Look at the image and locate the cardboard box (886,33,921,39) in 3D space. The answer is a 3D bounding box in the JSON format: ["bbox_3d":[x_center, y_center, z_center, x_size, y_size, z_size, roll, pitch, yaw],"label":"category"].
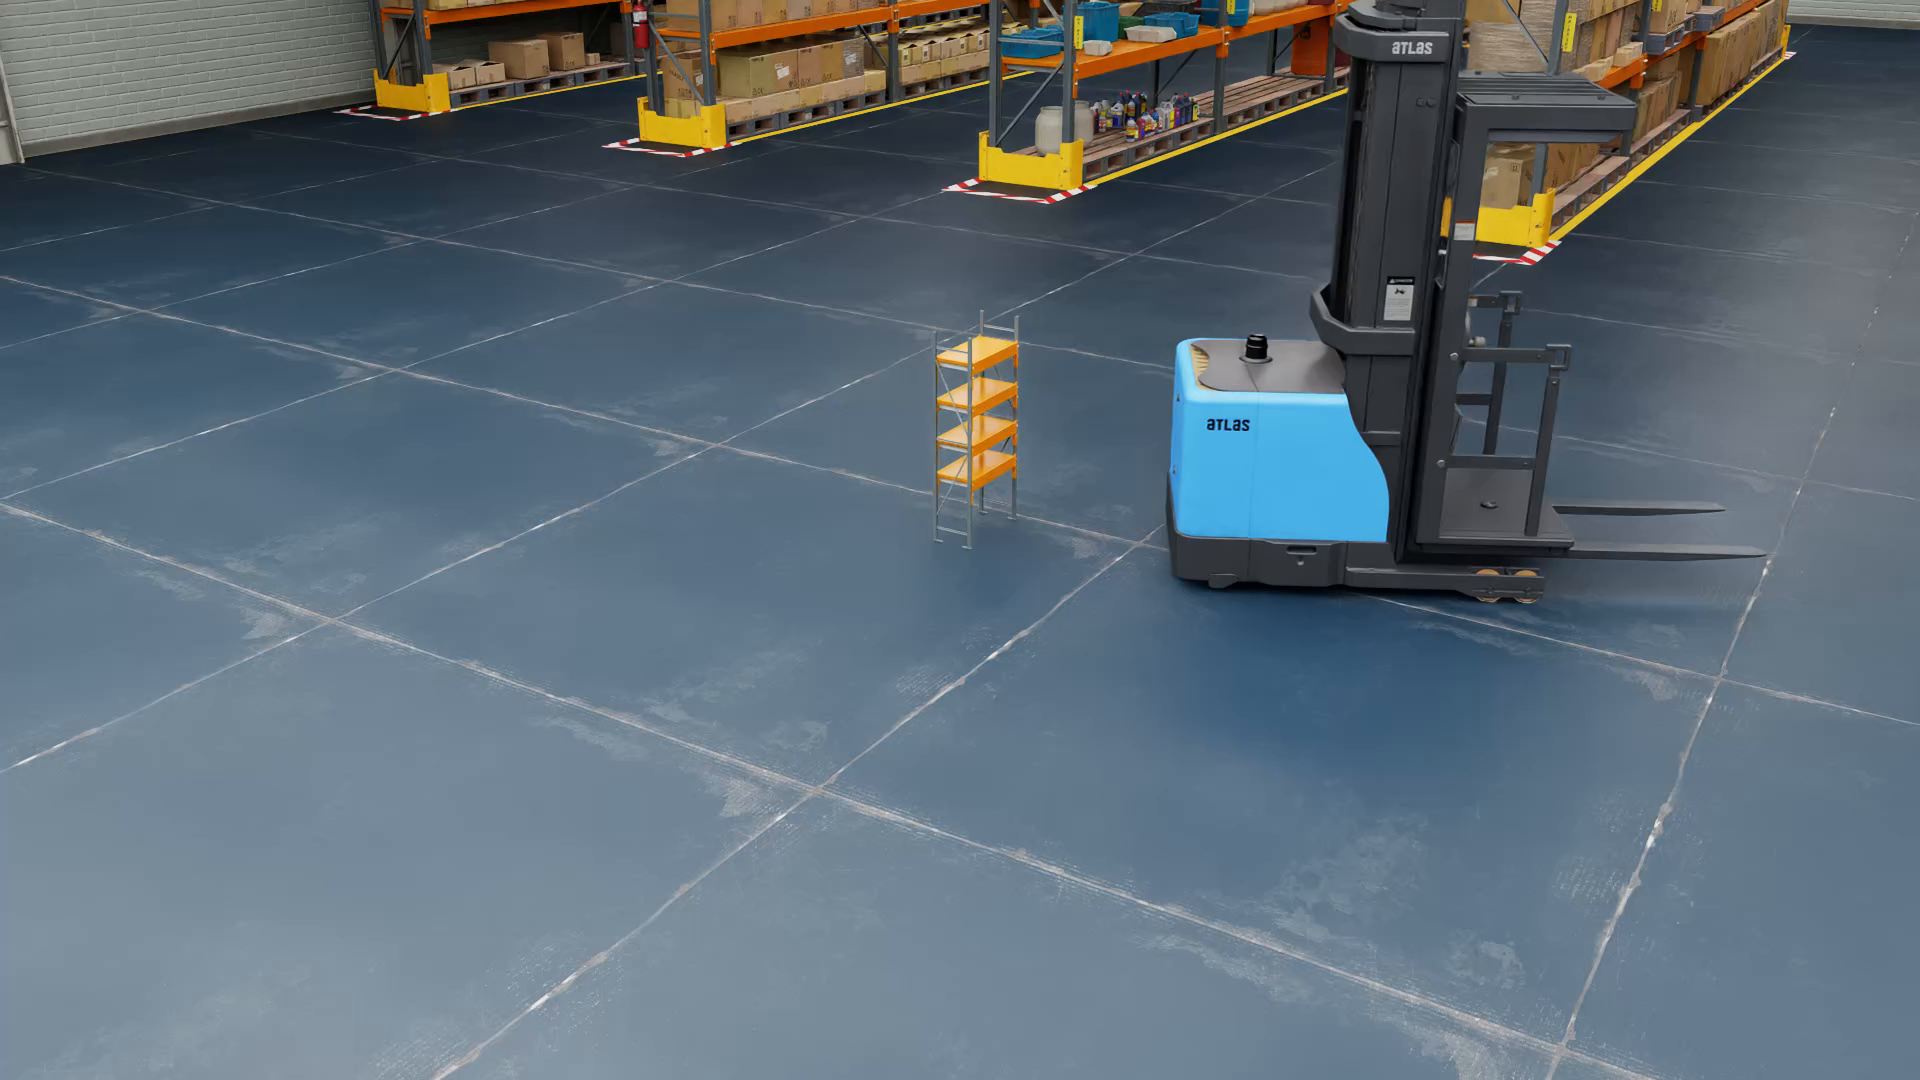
[{"bbox_3d":[-0.818,-7.415,24.829,0.500,0.311,0.500,14,27,29],"label":"cardboard box"}]

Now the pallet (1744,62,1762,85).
[{"bbox_3d":[11.779,-7.268,25.774,1.003,0.211,1.213,14,27,29],"label":"pallet"}]

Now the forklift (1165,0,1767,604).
[{"bbox_3d":[2.651,-1.240,8.425,3.031,2.935,1.130,2,23,4],"label":"forklift"}]

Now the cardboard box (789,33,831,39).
[{"bbox_3d":[-2.091,-6.699,22.937,0.500,0.500,0.500,14,27,29],"label":"cardboard box"}]

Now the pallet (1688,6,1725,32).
[{"bbox_3d":[8.916,-6.607,20.978,1.213,0.211,1.003,14,27,29],"label":"pallet"}]

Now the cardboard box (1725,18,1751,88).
[{"bbox_3d":[10.520,-7.004,23.798,1.225,0.875,0.875,13,27,27],"label":"cardboard box"}]

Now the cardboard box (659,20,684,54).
[{"bbox_3d":[-4.929,-8.214,27.040,0.700,0.500,0.500,13,27,28],"label":"cardboard box"}]

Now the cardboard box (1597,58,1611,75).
[{"bbox_3d":[6.424,-4.855,17.006,0.380,0.149,0.250,14,27,29],"label":"cardboard box"}]

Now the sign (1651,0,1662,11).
[{"bbox_3d":[7.556,-5.894,18.000,0.100,0.325,0.005,14,27,29],"label":"sign"}]

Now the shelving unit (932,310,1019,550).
[{"bbox_3d":[0.087,-0.606,9.141,0.258,1.200,0.503,14,27,29],"label":"shelving unit"}]

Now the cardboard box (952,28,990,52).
[{"bbox_3d":[0.183,-7.648,25.368,0.500,0.311,0.500,14,27,29],"label":"cardboard box"}]

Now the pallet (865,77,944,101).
[{"bbox_3d":[-0.967,-6.662,24.374,1.003,0.211,1.213,14,27,29],"label":"pallet"}]

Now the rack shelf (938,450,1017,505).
[{"bbox_3d":[0.087,-0.363,9.246,0.258,0.148,0.480,14,27,29],"label":"rack shelf"}]

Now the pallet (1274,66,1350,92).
[{"bbox_3d":[5.374,-6.991,25.133,1.003,0.211,1.213,14,27,29],"label":"pallet"}]

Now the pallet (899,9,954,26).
[{"bbox_3d":[-0.846,-10.383,32.968,1.003,0.211,1.213,14,27,29],"label":"pallet"}]

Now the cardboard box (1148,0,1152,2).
[{"bbox_3d":[3.884,-10.077,31.339,0.797,0.503,0.637,14,27,29],"label":"cardboard box"}]

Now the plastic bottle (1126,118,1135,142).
[{"bbox_3d":[1.994,-4.792,19.425,0.097,0.271,0.097,0,23,0],"label":"plastic bottle"}]

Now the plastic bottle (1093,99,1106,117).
[{"bbox_3d":[1.683,-5.177,20.213,0.144,0.351,0.185,15,28,31],"label":"plastic bottle"}]

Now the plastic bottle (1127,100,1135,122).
[{"bbox_3d":[2.131,-5.336,20.681,0.097,0.271,0.097,0,23,0],"label":"plastic bottle"}]

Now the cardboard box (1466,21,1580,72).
[{"bbox_3d":[5.295,-4.620,15.646,0.875,0.500,0.500,14,27,29],"label":"cardboard box"}]

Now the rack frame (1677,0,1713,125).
[{"bbox_3d":[9.201,-6.958,21.547,1.000,3.000,0.127,14,27,29],"label":"rack frame"}]

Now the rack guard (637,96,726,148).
[{"bbox_3d":[-3.446,-5.180,20.586,1.175,0.500,0.348,14,27,29],"label":"rack guard"}]

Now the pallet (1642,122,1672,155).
[{"bbox_3d":[8.143,-5.005,20.545,1.003,0.211,1.213,14,27,29],"label":"pallet"}]

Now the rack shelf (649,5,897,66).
[{"bbox_3d":[-2.378,-6.680,21.810,1.077,0.370,4.000,14,27,29],"label":"rack shelf"}]

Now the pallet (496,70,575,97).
[{"bbox_3d":[-6.500,-6.795,24.680,1.003,0.211,1.213,14,27,29],"label":"pallet"}]

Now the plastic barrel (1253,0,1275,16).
[{"bbox_3d":[3.961,-7.233,22.011,0.433,0.535,0.433,0,23,0],"label":"plastic barrel"}]

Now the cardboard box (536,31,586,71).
[{"bbox_3d":[-6.047,-7.418,25.202,0.500,0.500,0.500,12,26,25],"label":"cardboard box"}]

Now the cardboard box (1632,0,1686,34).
[{"bbox_3d":[7.629,-6.315,18.777,1.000,1.000,1.000,14,27,29],"label":"cardboard box"}]

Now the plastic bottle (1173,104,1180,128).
[{"bbox_3d":[2.637,-5.195,20.340,0.061,0.283,0.133,16,28,32],"label":"plastic bottle"}]

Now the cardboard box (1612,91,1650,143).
[{"bbox_3d":[7.701,-5.022,19.668,0.700,0.500,0.500,14,27,29],"label":"cardboard box"}]

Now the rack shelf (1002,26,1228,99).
[{"bbox_3d":[1.828,-5.641,19.409,1.077,0.370,4.000,14,27,29],"label":"rack shelf"}]

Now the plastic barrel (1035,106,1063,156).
[{"bbox_3d":[1.056,-4.585,18.668,0.421,0.512,0.421,0,23,0],"label":"plastic barrel"}]

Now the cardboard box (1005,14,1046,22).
[{"bbox_3d":[1.081,-8.455,27.597,0.500,0.500,0.500,15,28,31],"label":"cardboard box"}]

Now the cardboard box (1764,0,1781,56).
[{"bbox_3d":[12.671,-8.336,26.875,0.875,0.875,0.875,14,27,29],"label":"cardboard box"}]

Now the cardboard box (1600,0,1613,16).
[{"bbox_3d":[6.035,-5.364,16.106,0.500,0.500,0.500,14,27,29],"label":"cardboard box"}]

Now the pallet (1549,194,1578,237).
[{"bbox_3d":[5.480,-3.271,16.539,1.003,0.211,1.213,14,27,29],"label":"pallet"}]

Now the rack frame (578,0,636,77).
[{"bbox_3d":[-5.533,-8.722,25.622,1.000,3.000,0.127,14,27,29],"label":"rack frame"}]

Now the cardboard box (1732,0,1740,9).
[{"bbox_3d":[10.491,-7.627,22.967,0.500,0.500,0.500,14,27,29],"label":"cardboard box"}]

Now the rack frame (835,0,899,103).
[{"bbox_3d":[-1.323,-7.685,23.227,1.000,3.000,0.127,14,27,29],"label":"rack frame"}]

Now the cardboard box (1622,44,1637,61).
[{"bbox_3d":[7.087,-5.276,17.978,0.380,0.149,0.250,14,27,29],"label":"cardboard box"}]

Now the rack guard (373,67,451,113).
[{"bbox_3d":[-7.603,-6.250,23.059,1.175,0.500,0.348,14,27,29],"label":"rack guard"}]

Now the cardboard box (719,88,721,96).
[{"bbox_3d":[-3.147,-5.680,21.528,0.500,0.250,0.500,14,27,29],"label":"cardboard box"}]

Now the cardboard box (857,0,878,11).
[{"bbox_3d":[-1.552,-7.580,22.858,0.700,0.500,0.500,13,27,28],"label":"cardboard box"}]

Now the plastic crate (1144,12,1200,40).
[{"bbox_3d":[2.530,-6.147,19.861,0.499,0.251,0.616,14,27,29],"label":"plastic crate"}]

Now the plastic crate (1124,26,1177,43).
[{"bbox_3d":[2.242,-5.924,19.490,0.530,0.136,0.437,14,27,29],"label":"plastic crate"}]

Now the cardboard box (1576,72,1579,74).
[{"bbox_3d":[5.741,-4.439,16.045,0.380,0.149,0.250,14,27,29],"label":"cardboard box"}]

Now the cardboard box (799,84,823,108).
[{"bbox_3d":[-2.168,-5.906,22.050,0.500,0.250,0.500,14,27,29],"label":"cardboard box"}]

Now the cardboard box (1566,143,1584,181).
[{"bbox_3d":[6.290,-4.106,17.577,0.500,0.500,0.500,11,26,24],"label":"cardboard box"}]

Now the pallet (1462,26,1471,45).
[{"bbox_3d":[8.745,-9.146,30.111,1.003,0.211,1.213,14,27,29],"label":"pallet"}]

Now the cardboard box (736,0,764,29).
[{"bbox_3d":[-2.903,-6.714,20.858,0.700,0.500,0.500,15,27,30],"label":"cardboard box"}]

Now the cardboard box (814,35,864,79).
[{"bbox_3d":[-1.655,-6.591,22.689,0.500,0.500,0.500,14,27,29],"label":"cardboard box"}]

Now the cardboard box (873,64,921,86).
[{"bbox_3d":[-0.900,-6.700,23.884,0.500,0.250,0.500,13,27,28],"label":"cardboard box"}]

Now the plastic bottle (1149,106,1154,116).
[{"bbox_3d":[2.337,-5.118,20.161,0.061,0.283,0.133,14,27,29],"label":"plastic bottle"}]

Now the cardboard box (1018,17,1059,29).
[{"bbox_3d":[1.270,-8.184,26.971,0.500,0.500,0.500,15,28,31],"label":"cardboard box"}]

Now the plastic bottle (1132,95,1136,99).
[{"bbox_3d":[2.196,-5.467,20.978,0.152,0.276,0.135,15,28,31],"label":"plastic bottle"}]

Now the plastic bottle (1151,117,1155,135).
[{"bbox_3d":[2.280,-4.943,19.861,0.097,0.201,0.097,0,23,0],"label":"plastic bottle"}]
